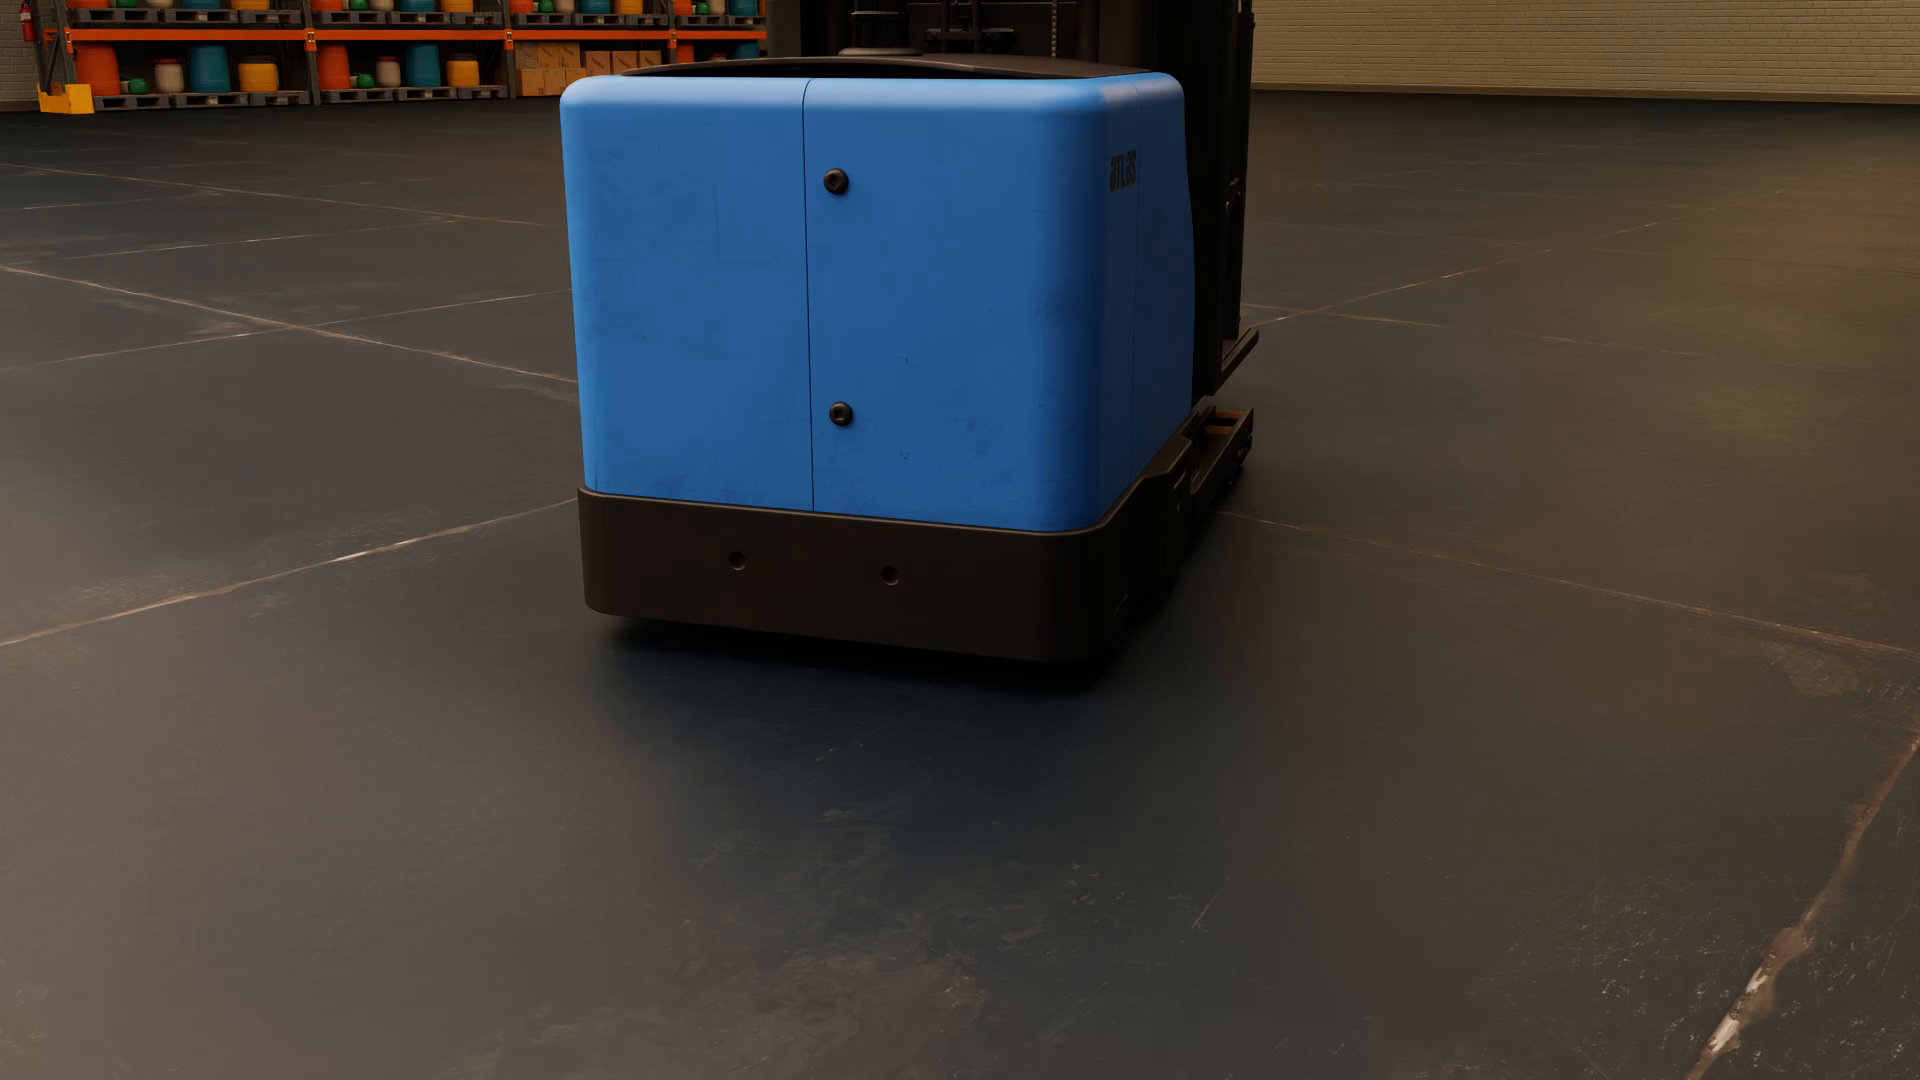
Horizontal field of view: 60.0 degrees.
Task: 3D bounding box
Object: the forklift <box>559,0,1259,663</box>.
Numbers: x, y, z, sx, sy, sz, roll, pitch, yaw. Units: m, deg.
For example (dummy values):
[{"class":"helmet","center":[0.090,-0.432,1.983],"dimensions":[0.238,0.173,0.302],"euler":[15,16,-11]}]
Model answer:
[{"class":"forklift","center":[0.182,-1.571,4.072],"dimensions":[1.130,2.935,3.031],"euler":[5,18,17]}]
